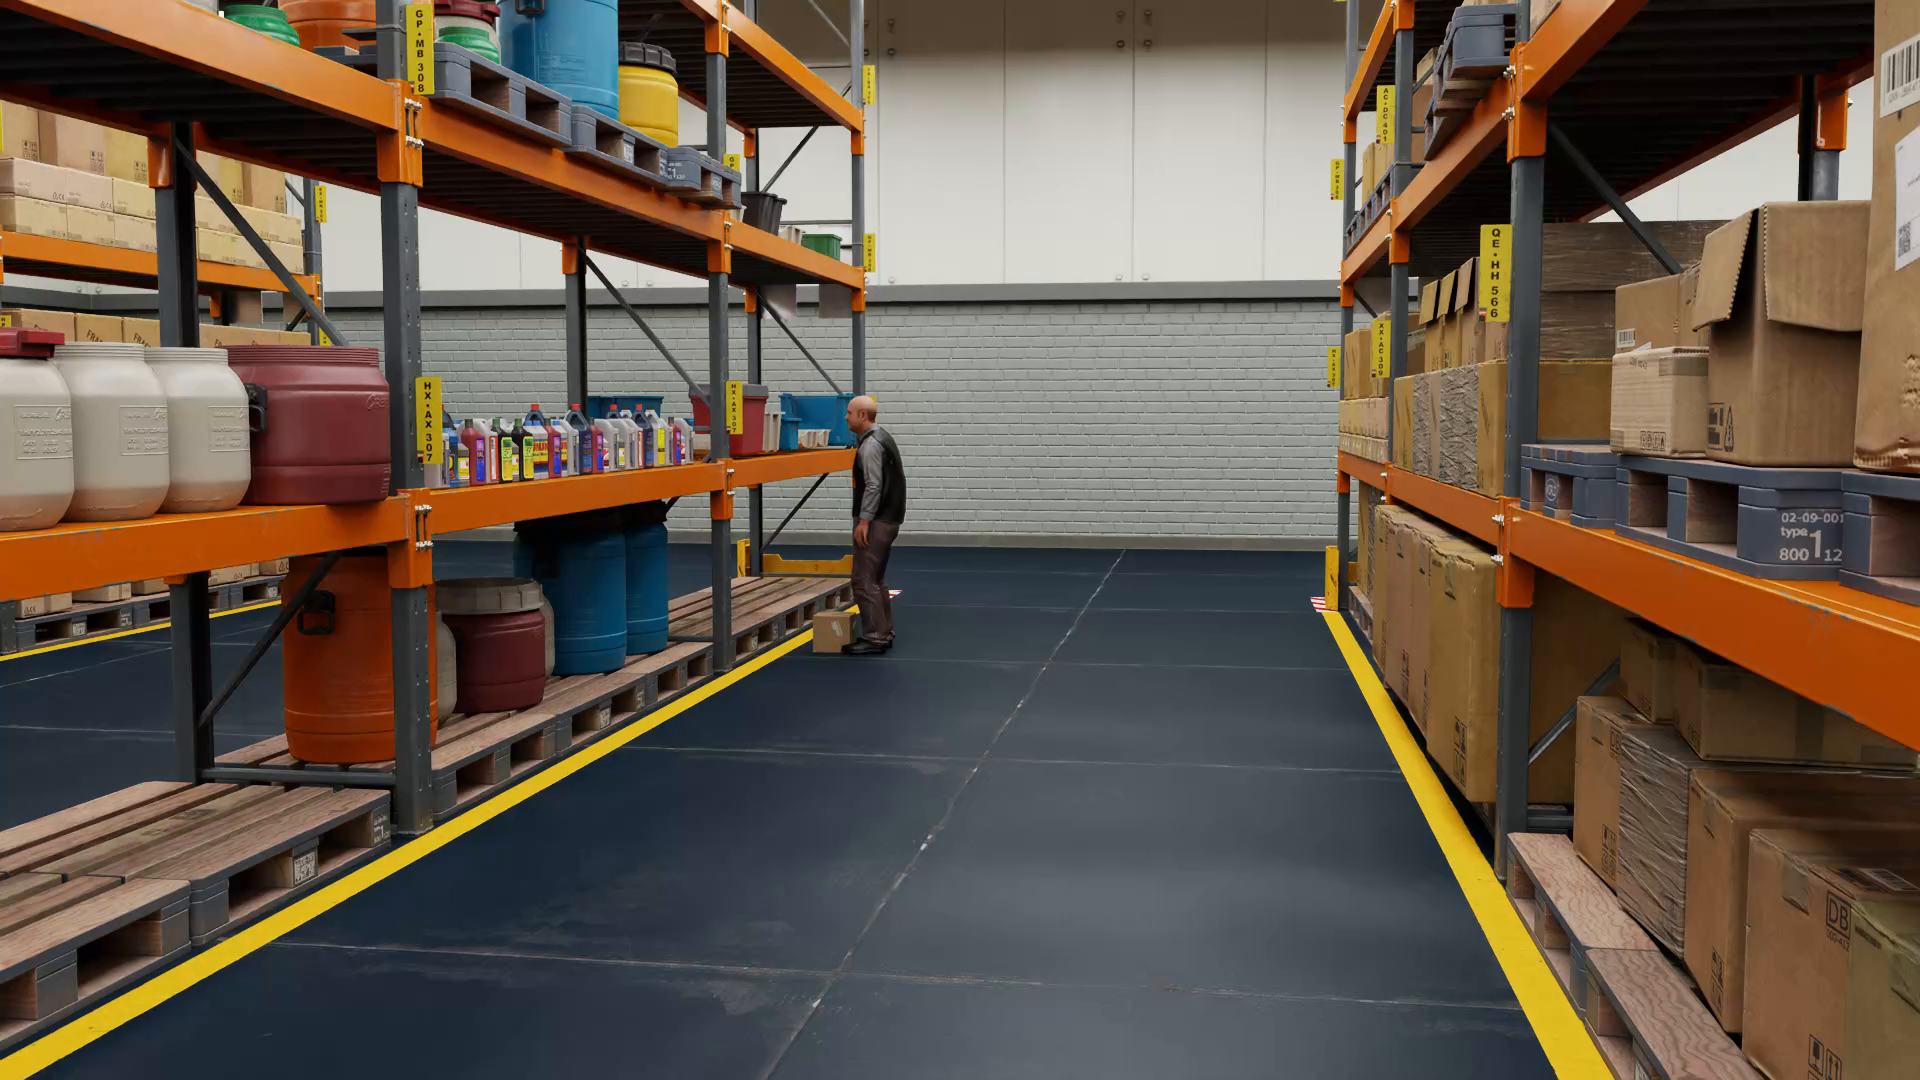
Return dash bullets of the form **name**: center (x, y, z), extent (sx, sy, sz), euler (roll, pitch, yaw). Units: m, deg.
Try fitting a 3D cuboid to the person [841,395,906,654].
- **person**: center (-0.570, -0.108, 11.173), extent (0.417, 1.722, 0.580), euler (1, 4, 9)
